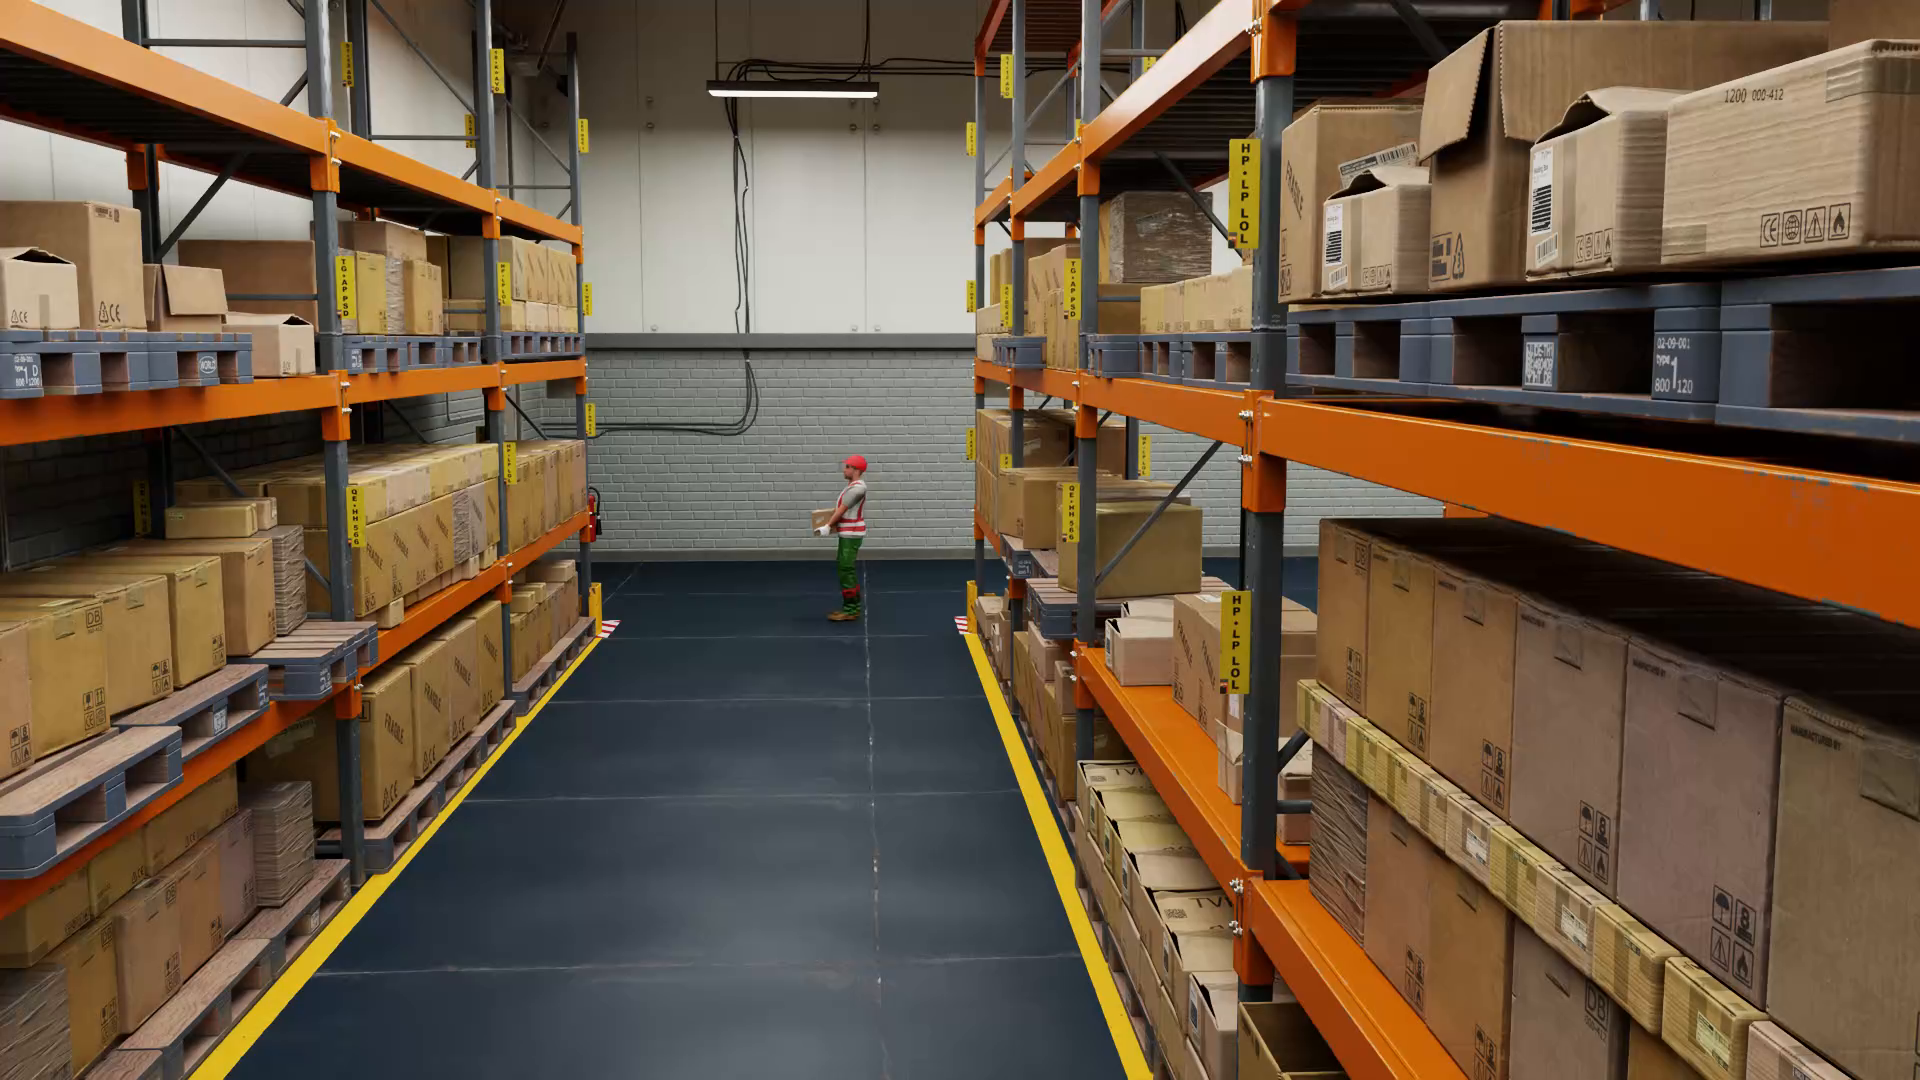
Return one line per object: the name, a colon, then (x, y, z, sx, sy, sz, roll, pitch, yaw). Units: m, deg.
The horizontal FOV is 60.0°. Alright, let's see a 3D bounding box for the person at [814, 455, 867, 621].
person: (-1.281, -0.027, 17.889, 0.571, 1.782, 0.493, 0, 7, -3)
